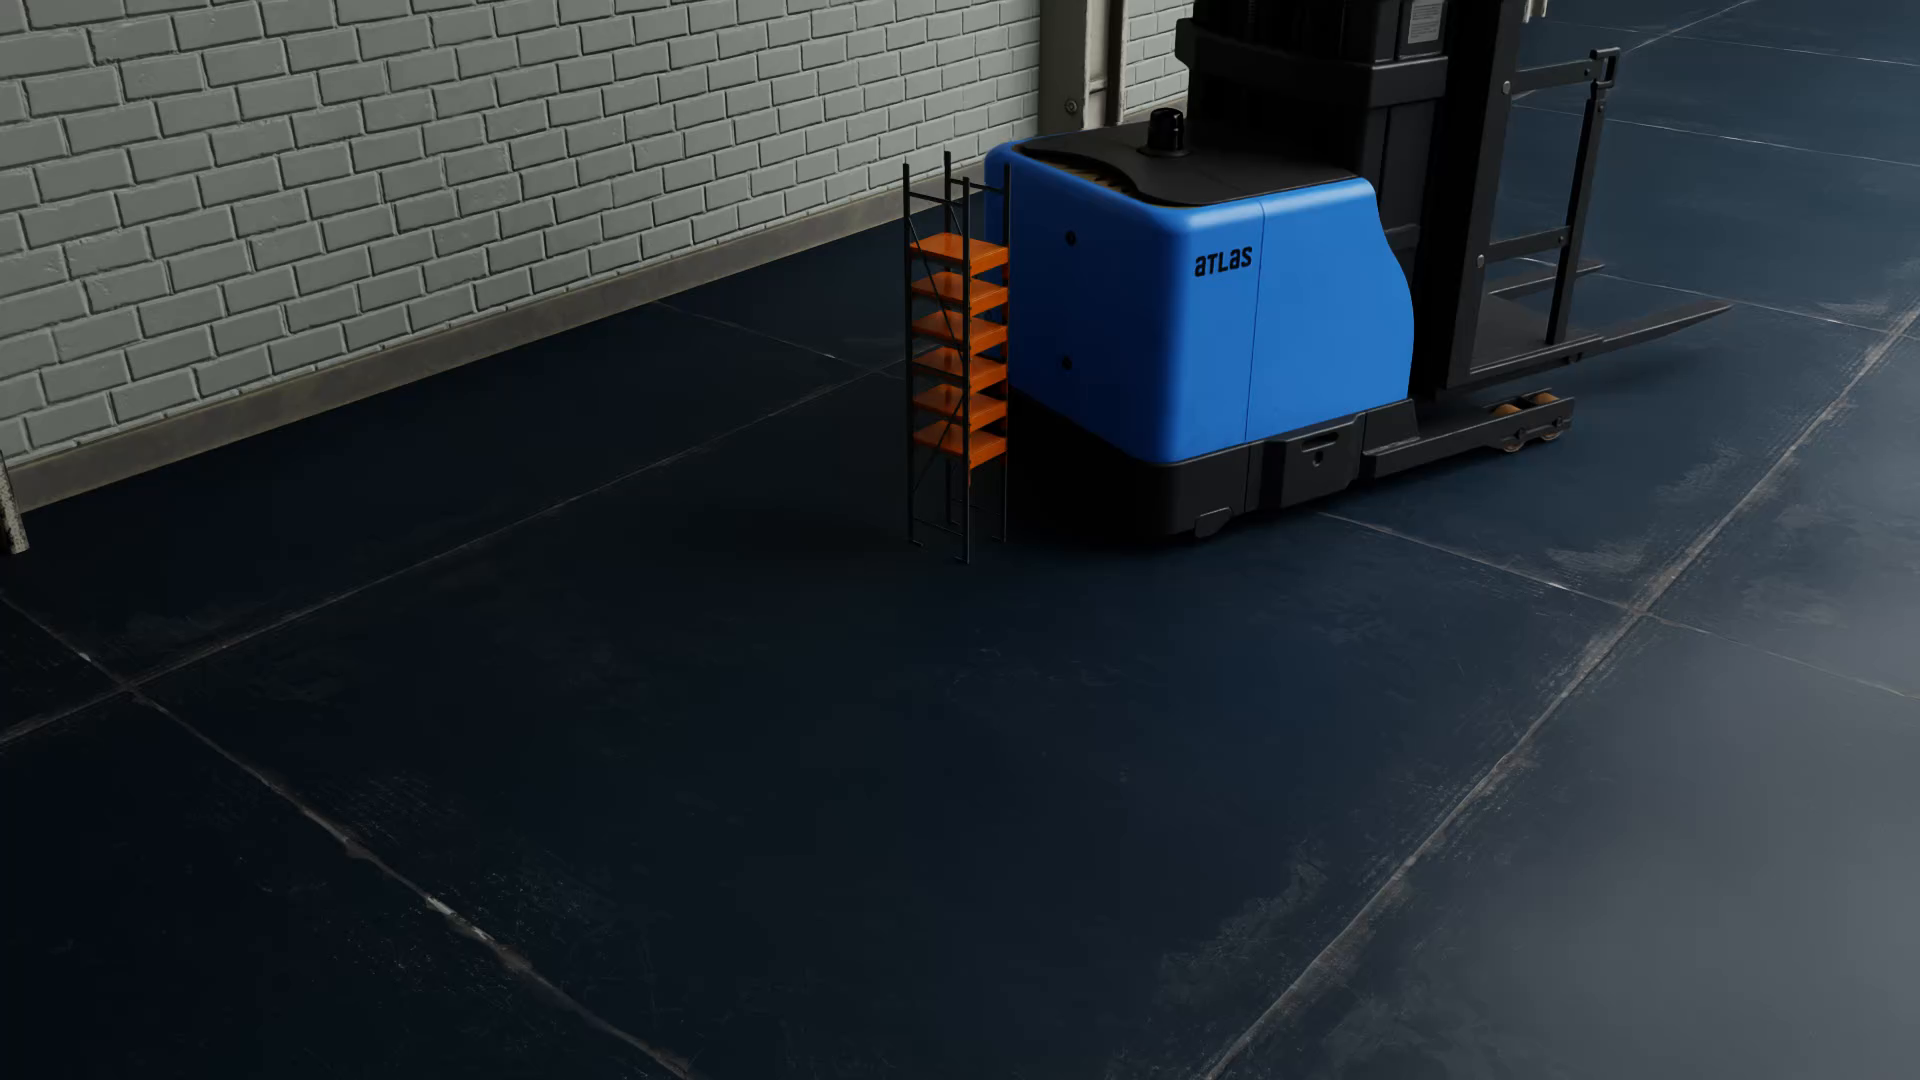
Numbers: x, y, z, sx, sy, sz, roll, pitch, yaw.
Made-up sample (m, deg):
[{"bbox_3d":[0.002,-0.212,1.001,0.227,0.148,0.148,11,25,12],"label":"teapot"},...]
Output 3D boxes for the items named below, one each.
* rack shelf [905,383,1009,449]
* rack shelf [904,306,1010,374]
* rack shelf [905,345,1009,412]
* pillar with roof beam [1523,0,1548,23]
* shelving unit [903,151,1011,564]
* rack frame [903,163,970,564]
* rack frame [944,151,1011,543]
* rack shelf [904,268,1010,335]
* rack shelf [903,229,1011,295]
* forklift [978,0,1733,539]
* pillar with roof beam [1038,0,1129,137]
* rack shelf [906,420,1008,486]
[{"bbox_3d":[-0.009,-0.382,5.040,0.258,0.103,0.180,21,34,34],"label":"rack shelf"},{"bbox_3d":[-0.009,-0.595,4.930,0.258,0.103,0.180,21,34,34],"label":"rack shelf"},{"bbox_3d":[-0.009,-0.488,4.985,0.258,0.103,0.180,21,34,34],"label":"rack shelf"},{"bbox_3d":[7.803,-6.942,8.876,9.100,9.000,0.400,21,34,34],"label":"pillar with roof beam"},{"bbox_3d":[-0.009,-0.528,4.964,0.258,1.200,0.189,21,34,34],"label":"shelving unit"},{"bbox_3d":[-0.067,-0.495,4.902,0.240,1.200,0.006,21,34,34],"label":"rack frame"},{"bbox_3d":[0.049,-0.560,5.027,0.240,1.200,0.006,21,34,34],"label":"rack frame"},{"bbox_3d":[-0.009,-0.701,4.875,0.258,0.103,0.180,21,34,34],"label":"rack shelf"},{"bbox_3d":[-0.009,-0.808,4.819,0.258,0.103,0.180,21,34,34],"label":"rack shelf"},{"bbox_3d":[1.589,-1.799,5.538,3.031,2.935,1.130,-16,31,-28],"label":"forklift"},{"bbox_3d":[3.986,-4.815,4.764,9.100,9.000,0.400,21,34,34],"label":"pillar with roof beam"},{"bbox_3d":[-0.009,-0.275,5.095,0.258,0.103,0.180,21,34,34],"label":"rack shelf"}]
